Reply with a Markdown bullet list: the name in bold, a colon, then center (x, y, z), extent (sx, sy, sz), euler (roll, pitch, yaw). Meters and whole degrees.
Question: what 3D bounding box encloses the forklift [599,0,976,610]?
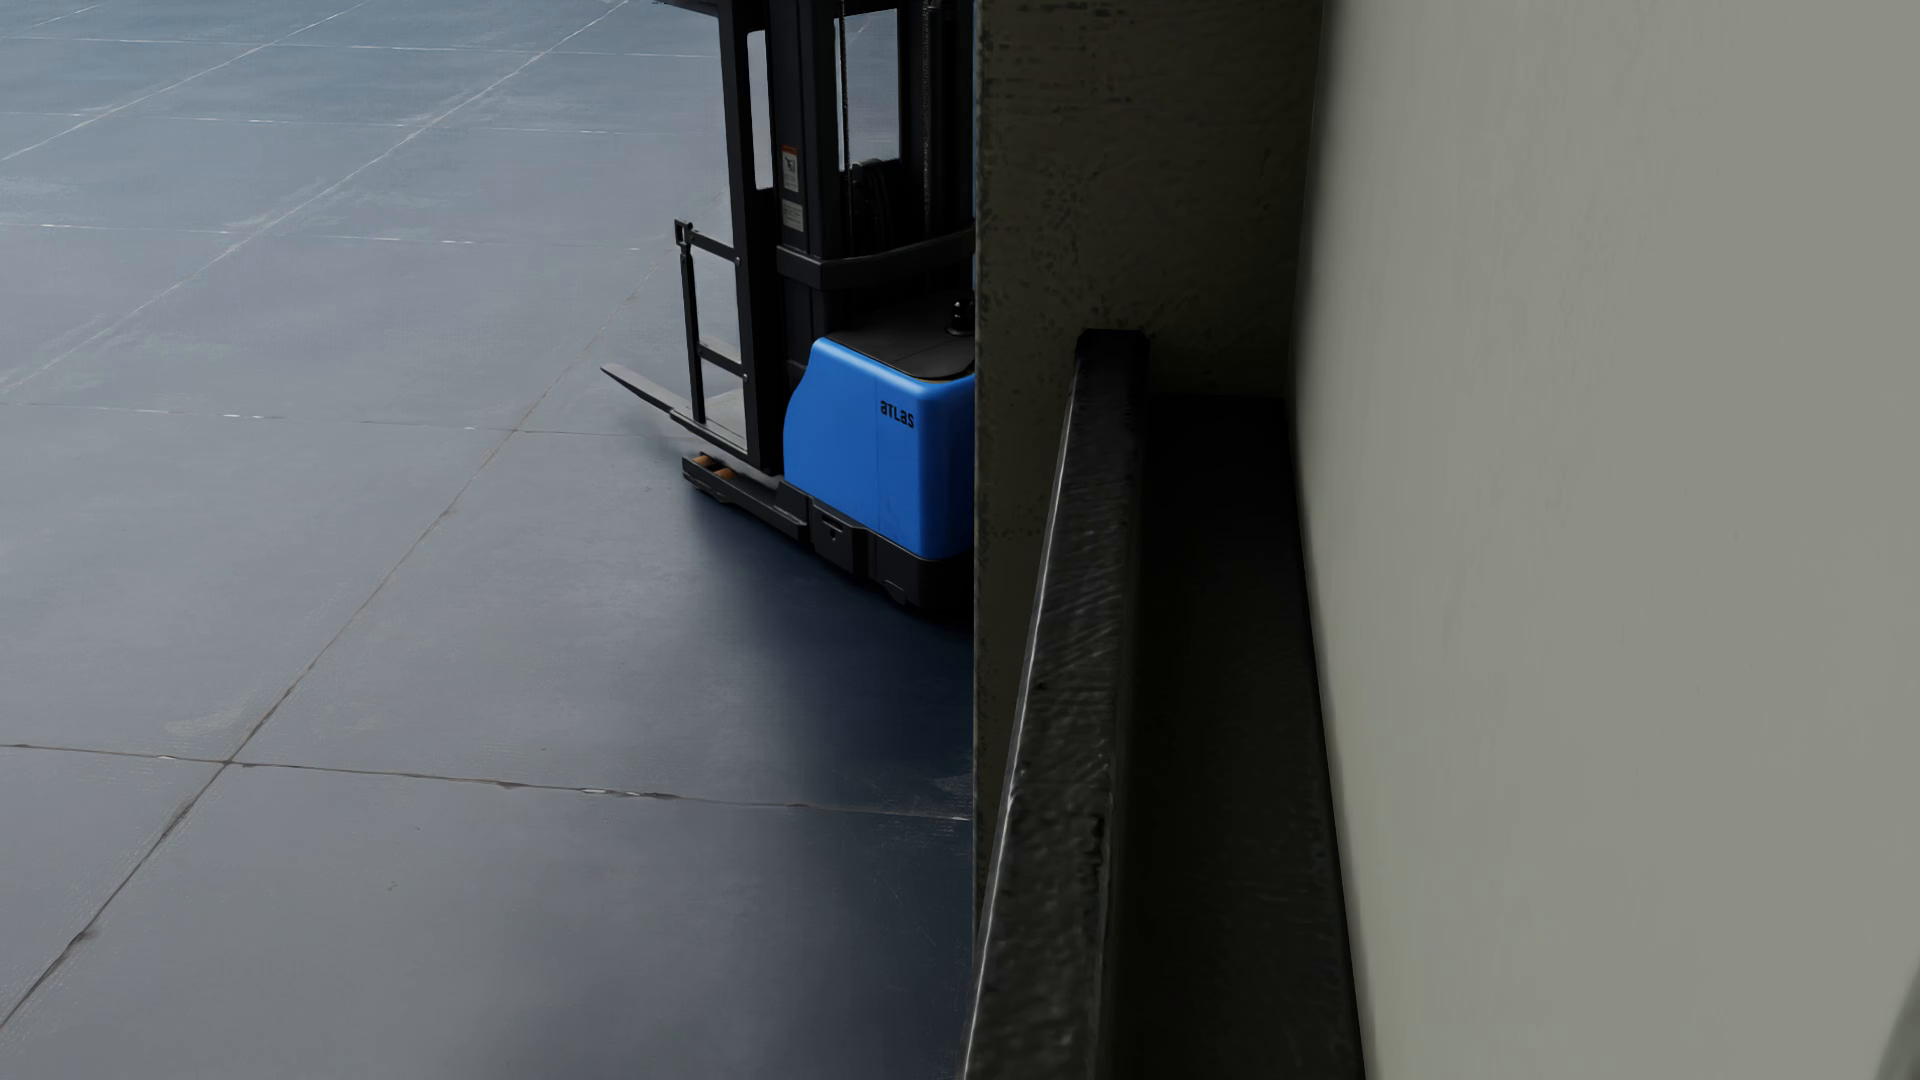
- **forklift**: center (-0.715, -1.611, 7.650), extent (1.130, 2.935, 3.031), euler (-23, 36, -35)
